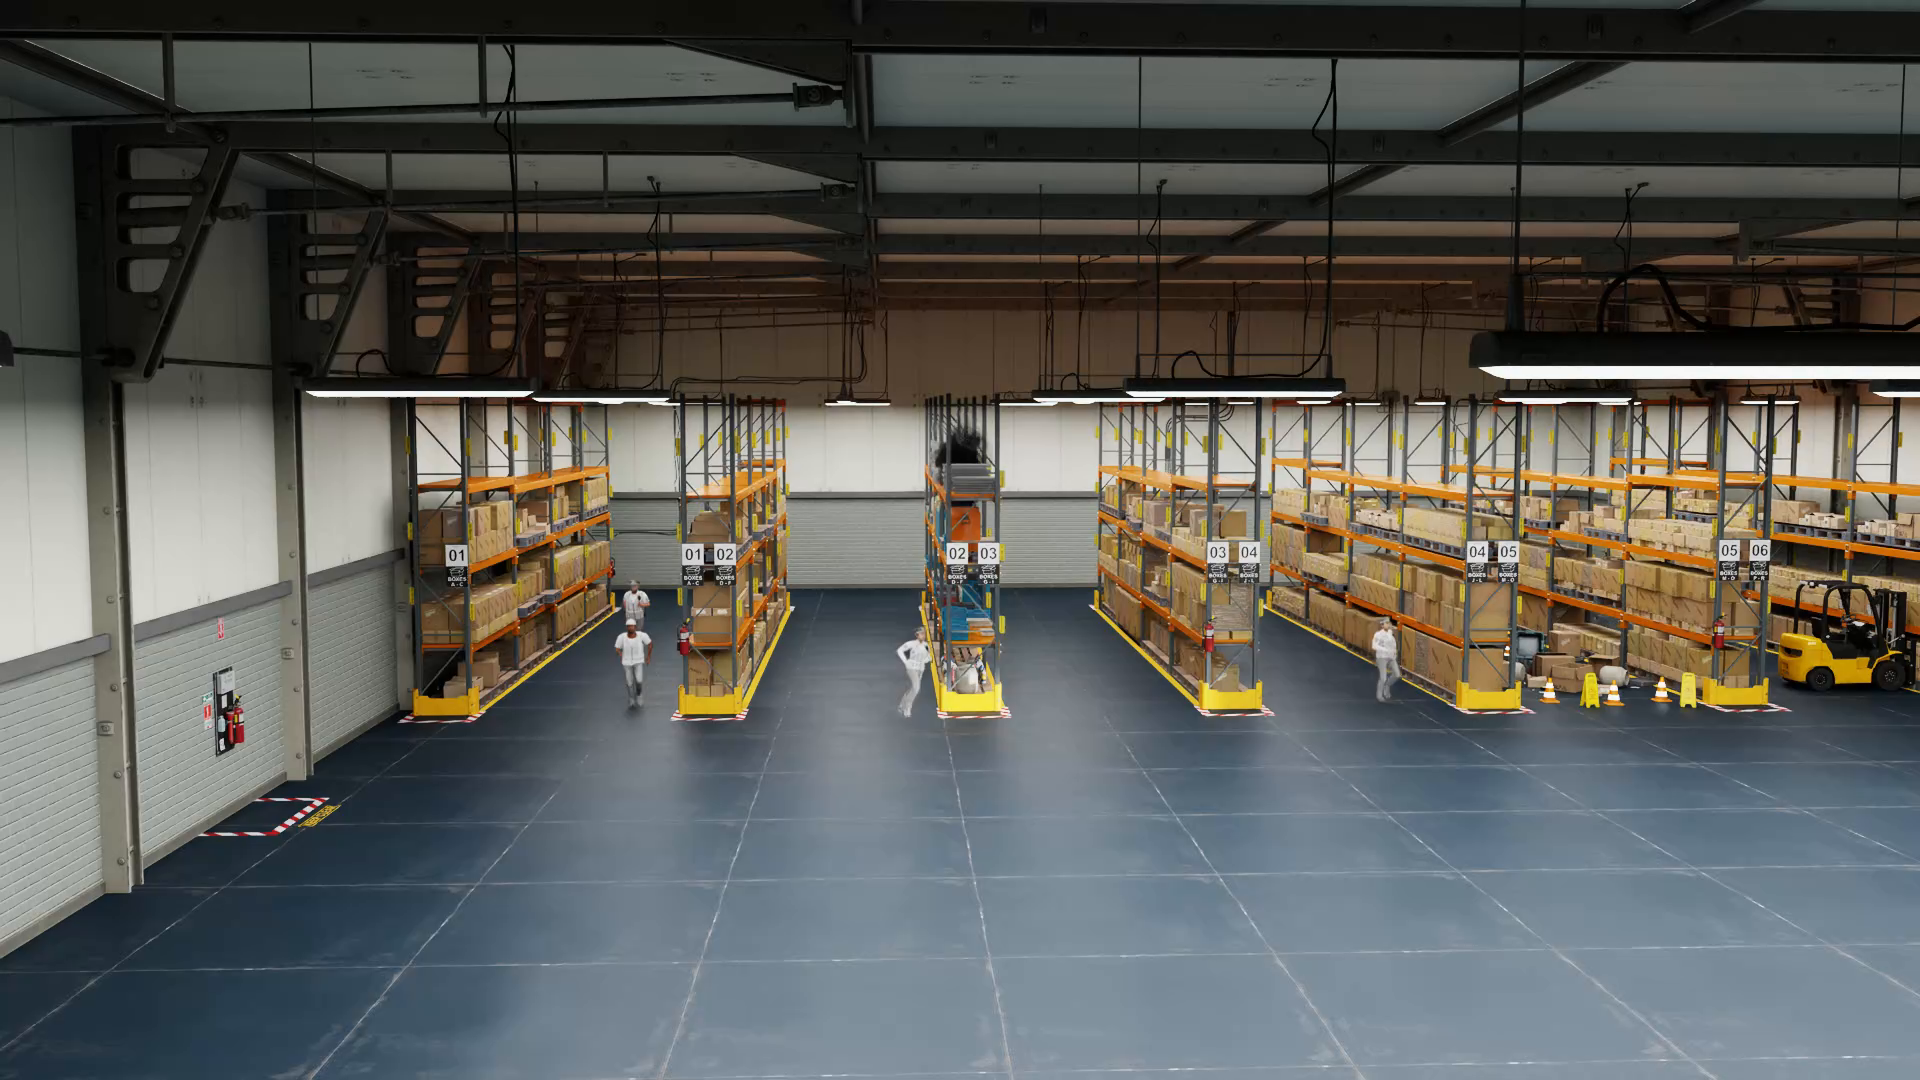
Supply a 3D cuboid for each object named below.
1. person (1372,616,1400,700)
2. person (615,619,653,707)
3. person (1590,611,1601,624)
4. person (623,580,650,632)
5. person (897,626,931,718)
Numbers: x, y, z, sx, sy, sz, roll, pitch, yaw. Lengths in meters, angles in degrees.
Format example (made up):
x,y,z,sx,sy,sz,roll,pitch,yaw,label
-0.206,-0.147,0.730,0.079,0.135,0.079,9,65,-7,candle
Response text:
x,y,z,sx,sy,sz,roll,pitch,yaw,label
8.336,2.315,32.459,0.671,1.668,0.562,-2,5,-24,person
-6.230,2.349,31.704,0.696,1.711,0.728,0,5,-4,person
16.702,1.429,43.794,0.588,1.666,0.786,-1,5,-15,person
-7.456,1.826,38.347,0.629,1.851,0.801,-1,5,-8,person
-0.838,2.458,31.021,0.602,1.712,0.630,-4,6,-42,person
